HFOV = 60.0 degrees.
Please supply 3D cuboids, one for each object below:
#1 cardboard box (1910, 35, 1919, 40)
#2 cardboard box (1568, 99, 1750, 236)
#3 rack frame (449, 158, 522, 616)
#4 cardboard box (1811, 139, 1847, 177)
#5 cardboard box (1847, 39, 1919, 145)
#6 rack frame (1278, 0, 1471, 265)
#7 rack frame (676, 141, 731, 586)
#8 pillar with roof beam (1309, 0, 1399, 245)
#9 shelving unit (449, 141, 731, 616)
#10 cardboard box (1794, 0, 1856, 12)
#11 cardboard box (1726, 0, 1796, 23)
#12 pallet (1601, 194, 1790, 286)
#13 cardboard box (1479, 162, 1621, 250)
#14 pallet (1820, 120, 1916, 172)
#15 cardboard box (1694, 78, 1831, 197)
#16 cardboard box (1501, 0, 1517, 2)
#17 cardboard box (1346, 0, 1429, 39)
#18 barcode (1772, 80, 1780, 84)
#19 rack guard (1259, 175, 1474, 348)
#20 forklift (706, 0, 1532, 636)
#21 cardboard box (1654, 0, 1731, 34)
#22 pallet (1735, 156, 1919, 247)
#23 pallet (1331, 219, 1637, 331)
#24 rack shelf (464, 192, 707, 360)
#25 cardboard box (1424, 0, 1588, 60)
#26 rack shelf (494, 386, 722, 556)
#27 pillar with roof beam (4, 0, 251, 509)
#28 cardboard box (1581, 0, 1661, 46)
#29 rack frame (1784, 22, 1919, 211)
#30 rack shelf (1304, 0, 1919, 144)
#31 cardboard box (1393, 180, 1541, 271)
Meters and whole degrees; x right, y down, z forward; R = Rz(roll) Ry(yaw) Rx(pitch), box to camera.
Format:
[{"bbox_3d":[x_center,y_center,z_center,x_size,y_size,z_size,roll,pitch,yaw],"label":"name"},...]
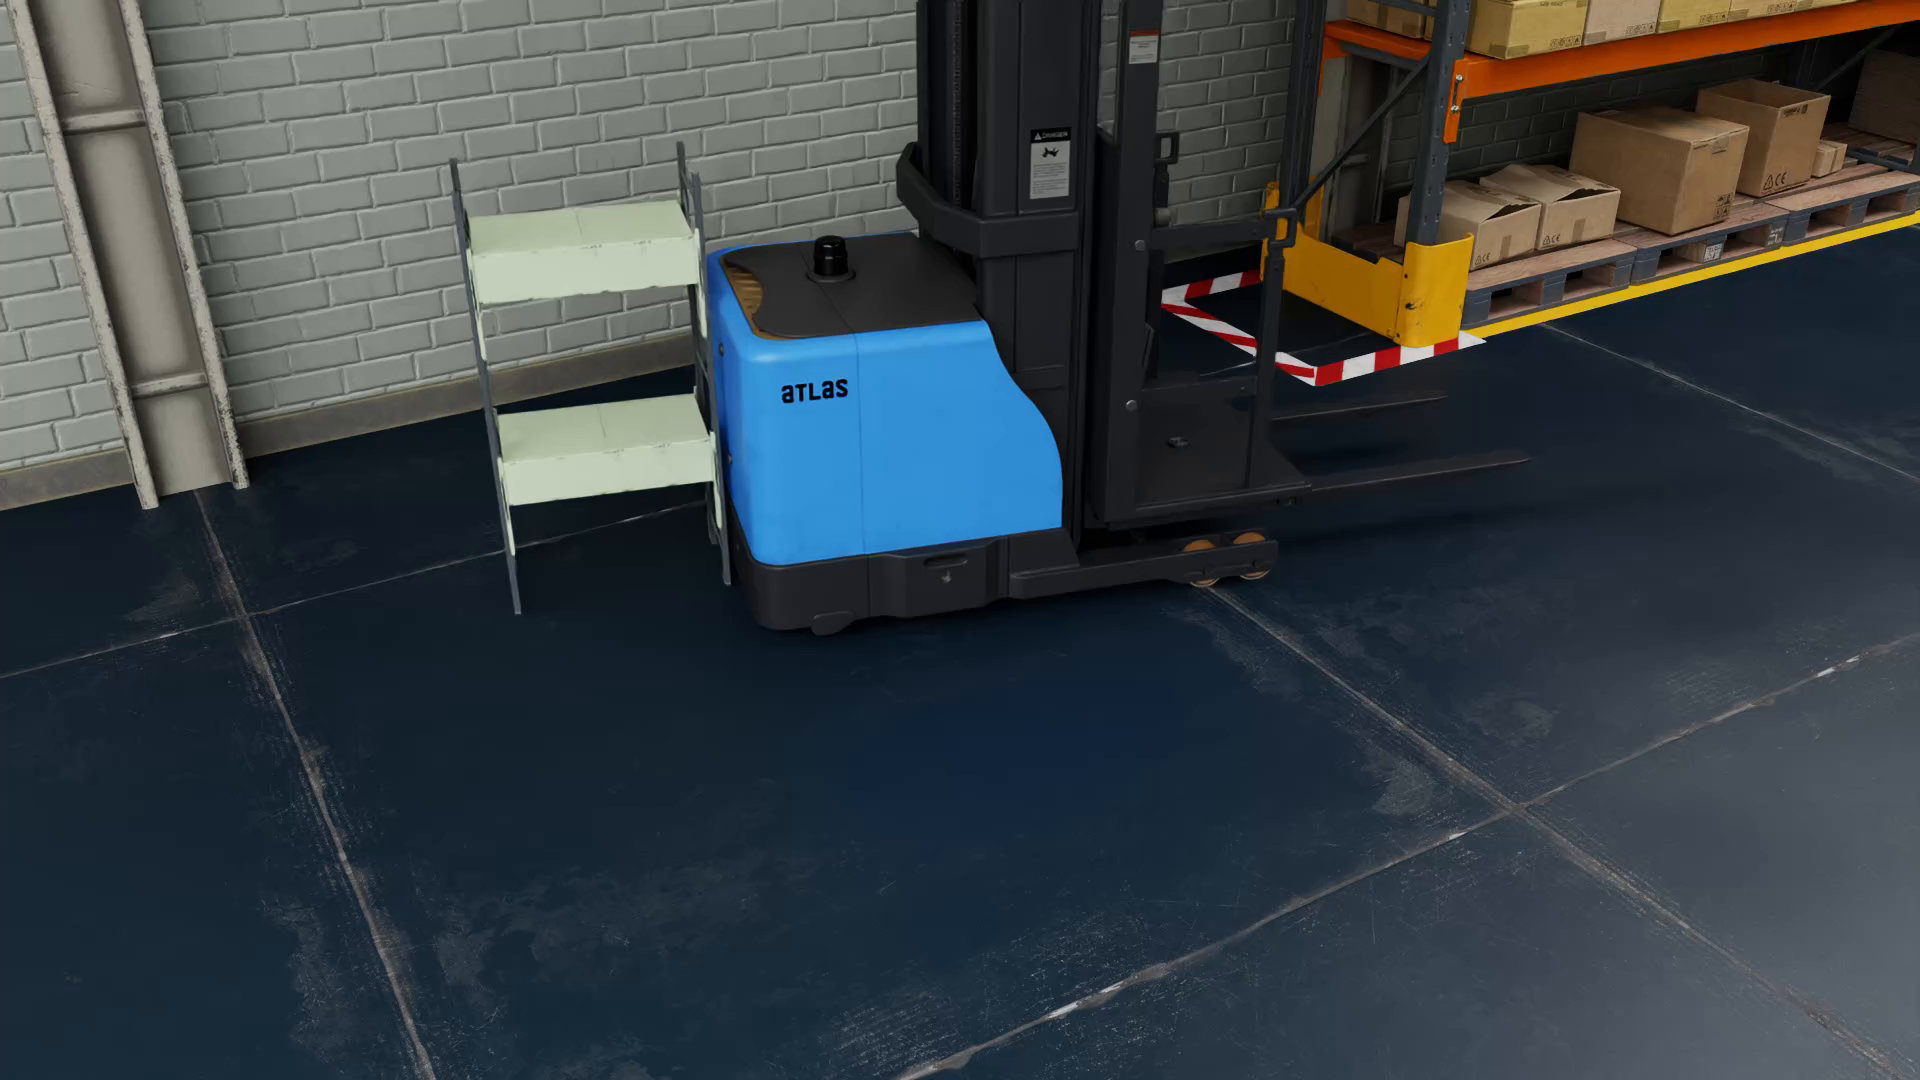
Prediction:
[{"bbox_3d":[6.423,-2.892,10.518,0.500,0.500,0.700,-17,33,-27],"label":"cardboard box"},{"bbox_3d":[3.719,-2.009,8.917,0.500,0.500,0.700,-18,34,-29],"label":"cardboard box"},{"bbox_3d":[-1.588,-0.488,5.582,0.023,1.500,0.400,-8,30,-14],"label":"rack frame"},{"bbox_3d":[4.930,-2.268,9.732,0.250,0.166,0.380,-21,35,-33],"label":"cardboard box"},{"bbox_3d":[6.003,-2.745,10.251,0.500,0.500,0.700,-15,32,-25],"label":"cardboard box"},{"bbox_3d":[1.928,-2.480,7.640,0.127,3.000,1.000,-16,33,-26],"label":"rack frame"},{"bbox_3d":[-0.885,-0.586,5.759,0.023,1.500,0.400,-8,30,-14],"label":"rack frame"},{"bbox_3d":[4.274,-3.845,3.904,0.400,9.000,9.100,-16,33,-26],"label":"pillar with roof beam"},{"bbox_3d":[-1.237,-0.537,5.671,0.755,1.500,0.431,-8,30,-14],"label":"shelving unit"},{"bbox_3d":[4.262,-2.912,8.557,0.500,0.250,0.500,-16,33,-27],"label":"cardboard box"},{"bbox_3d":[3.829,-2.789,8.333,0.500,0.250,0.500,-16,32,-26],"label":"cardboard box"},{"bbox_3d":[3.762,-1.759,9.219,1.213,0.211,1.003,-16,33,-26],"label":"pallet"},{"bbox_3d":[3.061,-1.767,8.675,0.500,0.311,0.500,-13,31,-22],"label":"cardboard box"},{"bbox_3d":[6.047,-2.430,10.434,1.213,0.211,1.003,-16,33,-26],"label":"pallet"},{"bbox_3d":[4.502,-2.287,9.421,0.500,0.500,0.500,-19,34,-30],"label":"cardboard box"},{"bbox_3d":[2.492,-2.743,7.475,0.500,0.500,0.500,-16,33,-26],"label":"cardboard box"},{"bbox_3d":[2.232,-2.619,8.025,0.500,0.250,0.500,-15,32,-26],"label":"cardboard box"},{"bbox_3d":[4.789,-2.666,9.776,0.075,0.075,0.001,-16,33,-26],"label":"barcode"},{"bbox_3d":[1.993,-1.404,8.278,0.348,0.500,1.175,-16,33,-26],"label":"rack guard"},{"bbox_3d":[0.641,-1.352,5.665,3.031,2.935,1.130,-8,30,-14],"label":"forklift"},{"bbox_3d":[3.392,-2.666,8.111,0.500,0.250,0.500,-16,33,-27],"label":"cardboard box"},{"bbox_3d":[4.815,-2.059,9.763,1.213,0.211,1.003,-16,33,-26],"label":"pallet"},{"bbox_3d":[2.712,-1.462,8.681,1.213,0.211,1.003,-16,33,-26],"label":"pallet"},{"bbox_3d":[-1.237,-0.879,5.482,0.720,0.370,0.431,-8,30,-14],"label":"rack shelf"},{"bbox_3d":[2.509,-2.411,7.648,0.500,0.250,0.500,-17,33,-28],"label":"cardboard box"},{"bbox_3d":[-1.237,-0.252,5.828,0.720,0.370,0.431,-8,30,-14],"label":"rack shelf"},{"bbox_3d":[-0.899,-2.376,1.243,0.400,9.000,9.100,-16,33,-26],"label":"pillar with roof beam"},{"bbox_3d":[2.950,-2.544,7.889,0.500,0.250,0.500,-17,33,-28],"label":"cardboard box"},{"bbox_3d":[5.376,-3.459,9.414,0.127,3.000,1.000,-16,33,-26],"label":"rack frame"},{"bbox_3d":[3.652,-2.655,8.701,4.000,0.370,1.077,-16,33,-26],"label":"rack shelf"},{"bbox_3d":[2.570,-1.628,8.422,0.500,0.311,0.500,-20,35,-32],"label":"cardboard box"}]
